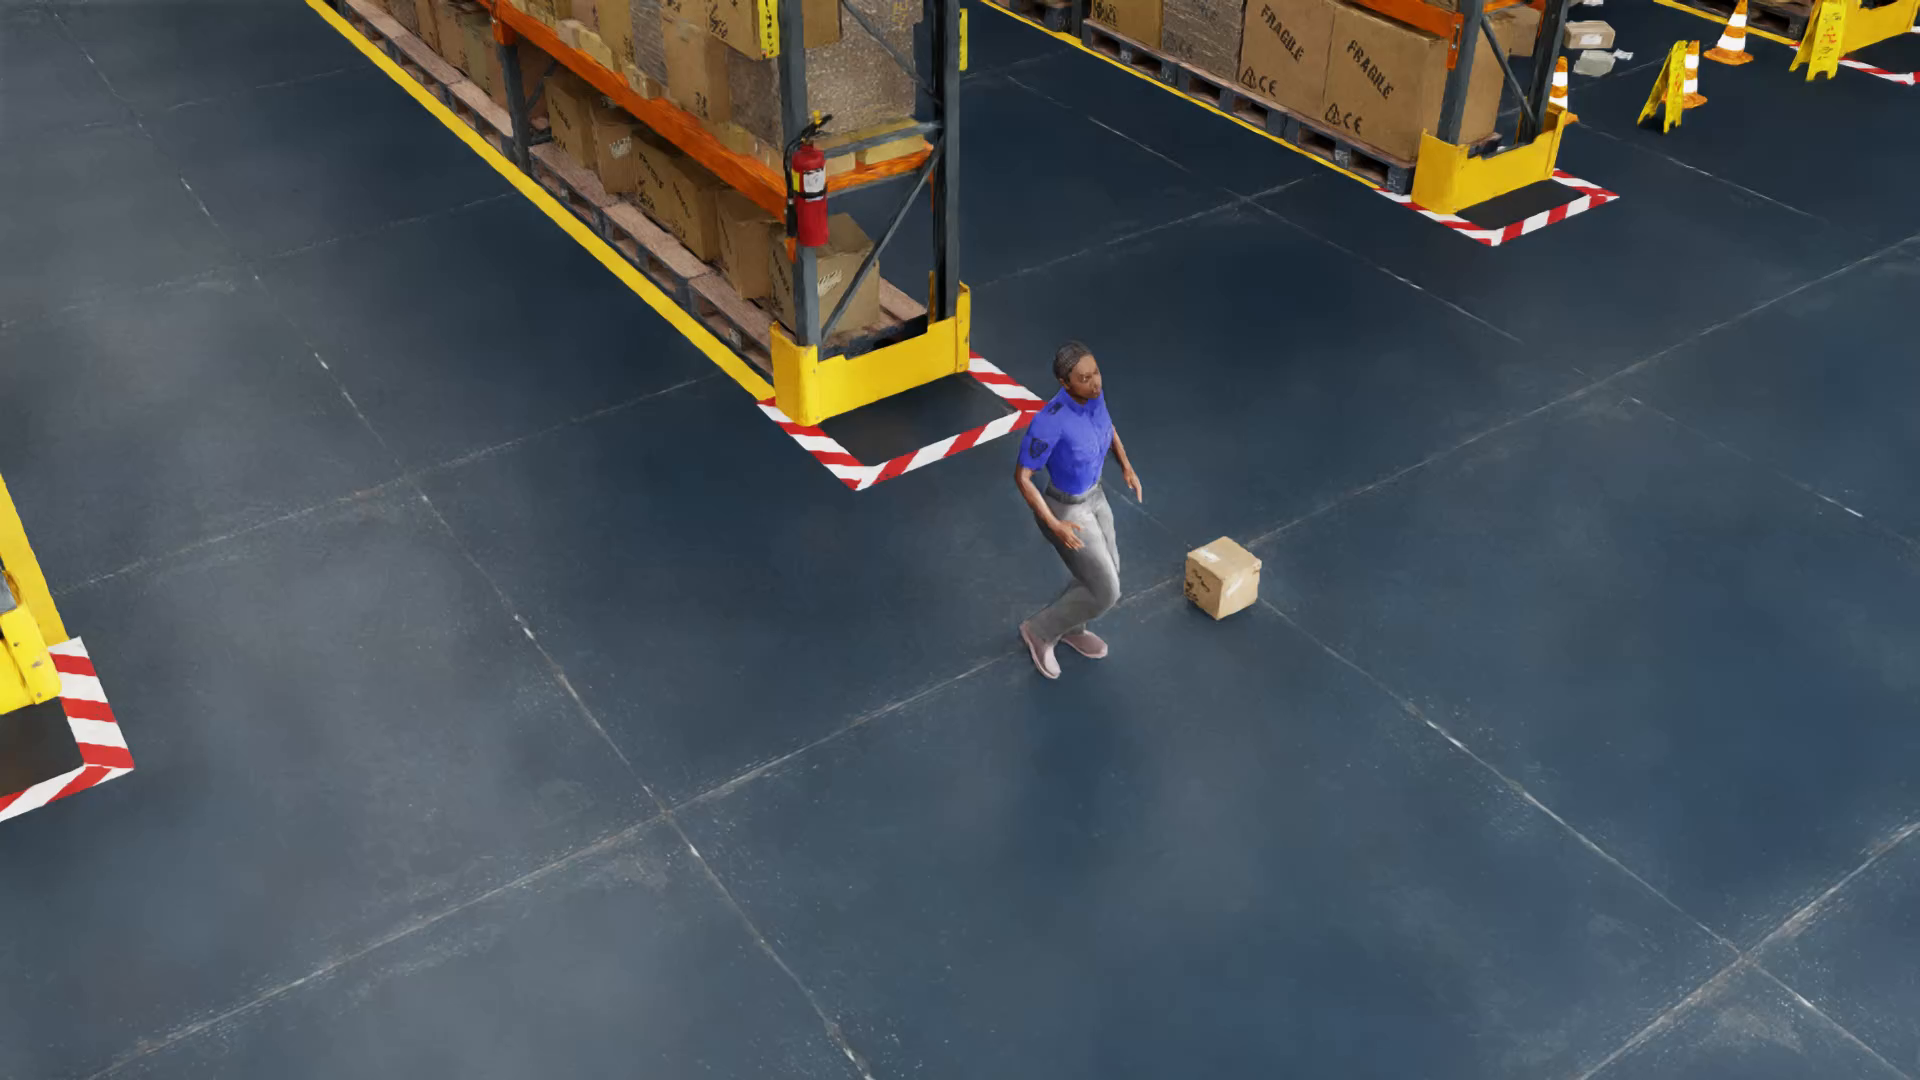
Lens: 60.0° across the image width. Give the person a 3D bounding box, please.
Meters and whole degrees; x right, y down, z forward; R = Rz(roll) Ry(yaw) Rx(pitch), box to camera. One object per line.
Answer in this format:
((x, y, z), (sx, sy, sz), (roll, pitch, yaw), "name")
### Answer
((0.551, -0.139, 7.229), (0.472, 1.627, 0.621), (16, 39, 20), "person")
